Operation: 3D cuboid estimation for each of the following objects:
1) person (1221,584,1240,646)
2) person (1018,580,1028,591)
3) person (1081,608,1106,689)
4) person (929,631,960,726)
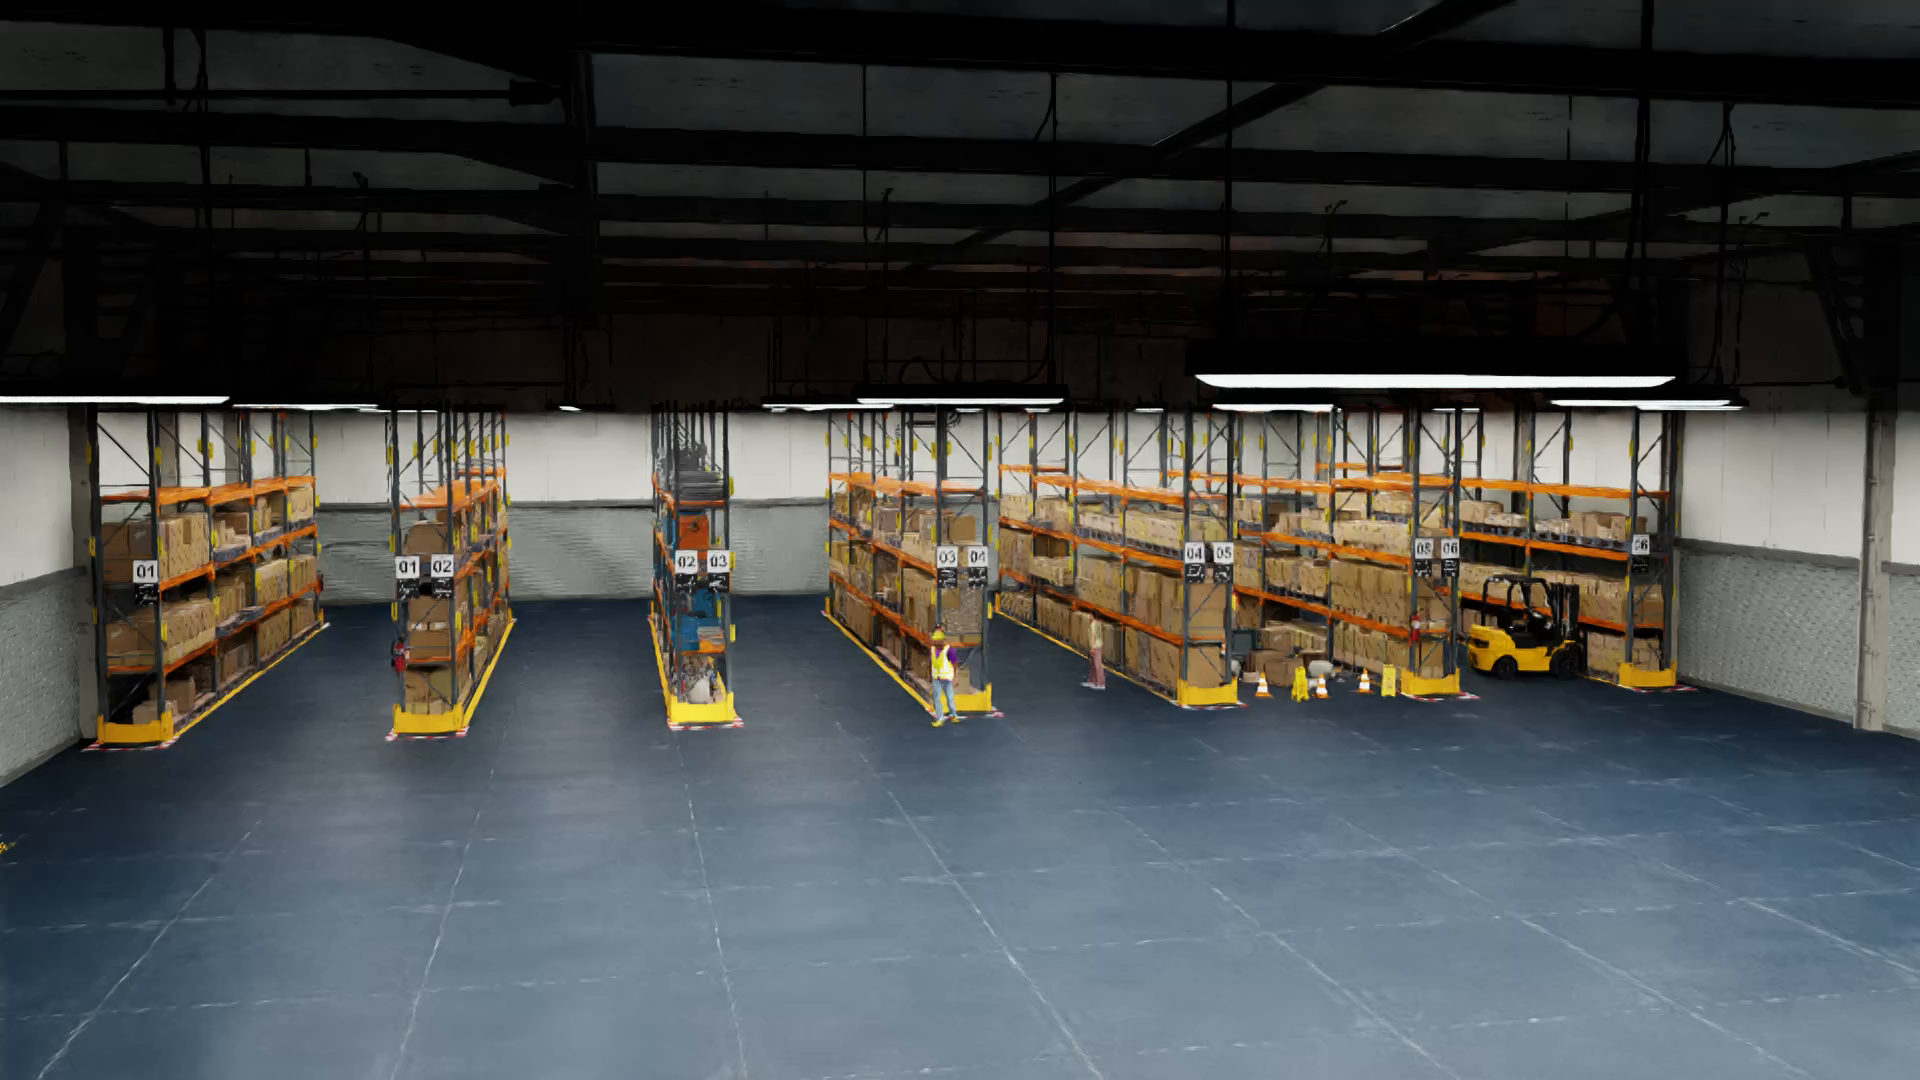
[{"bbox_3d":[6.492,1.845,39.838,0.457,1.733,0.593,-4,6,-41],"label":"person"},{"bbox_3d":[2.023,1.085,50.819,0.541,1.633,0.550,2,5,25],"label":"person"},{"bbox_3d":[2.792,2.254,34.750,0.565,1.668,0.558,1,4,16],"label":"person"},{"bbox_3d":[-0.301,2.539,30.723,0.600,1.753,0.571,2,5,25],"label":"person"}]
